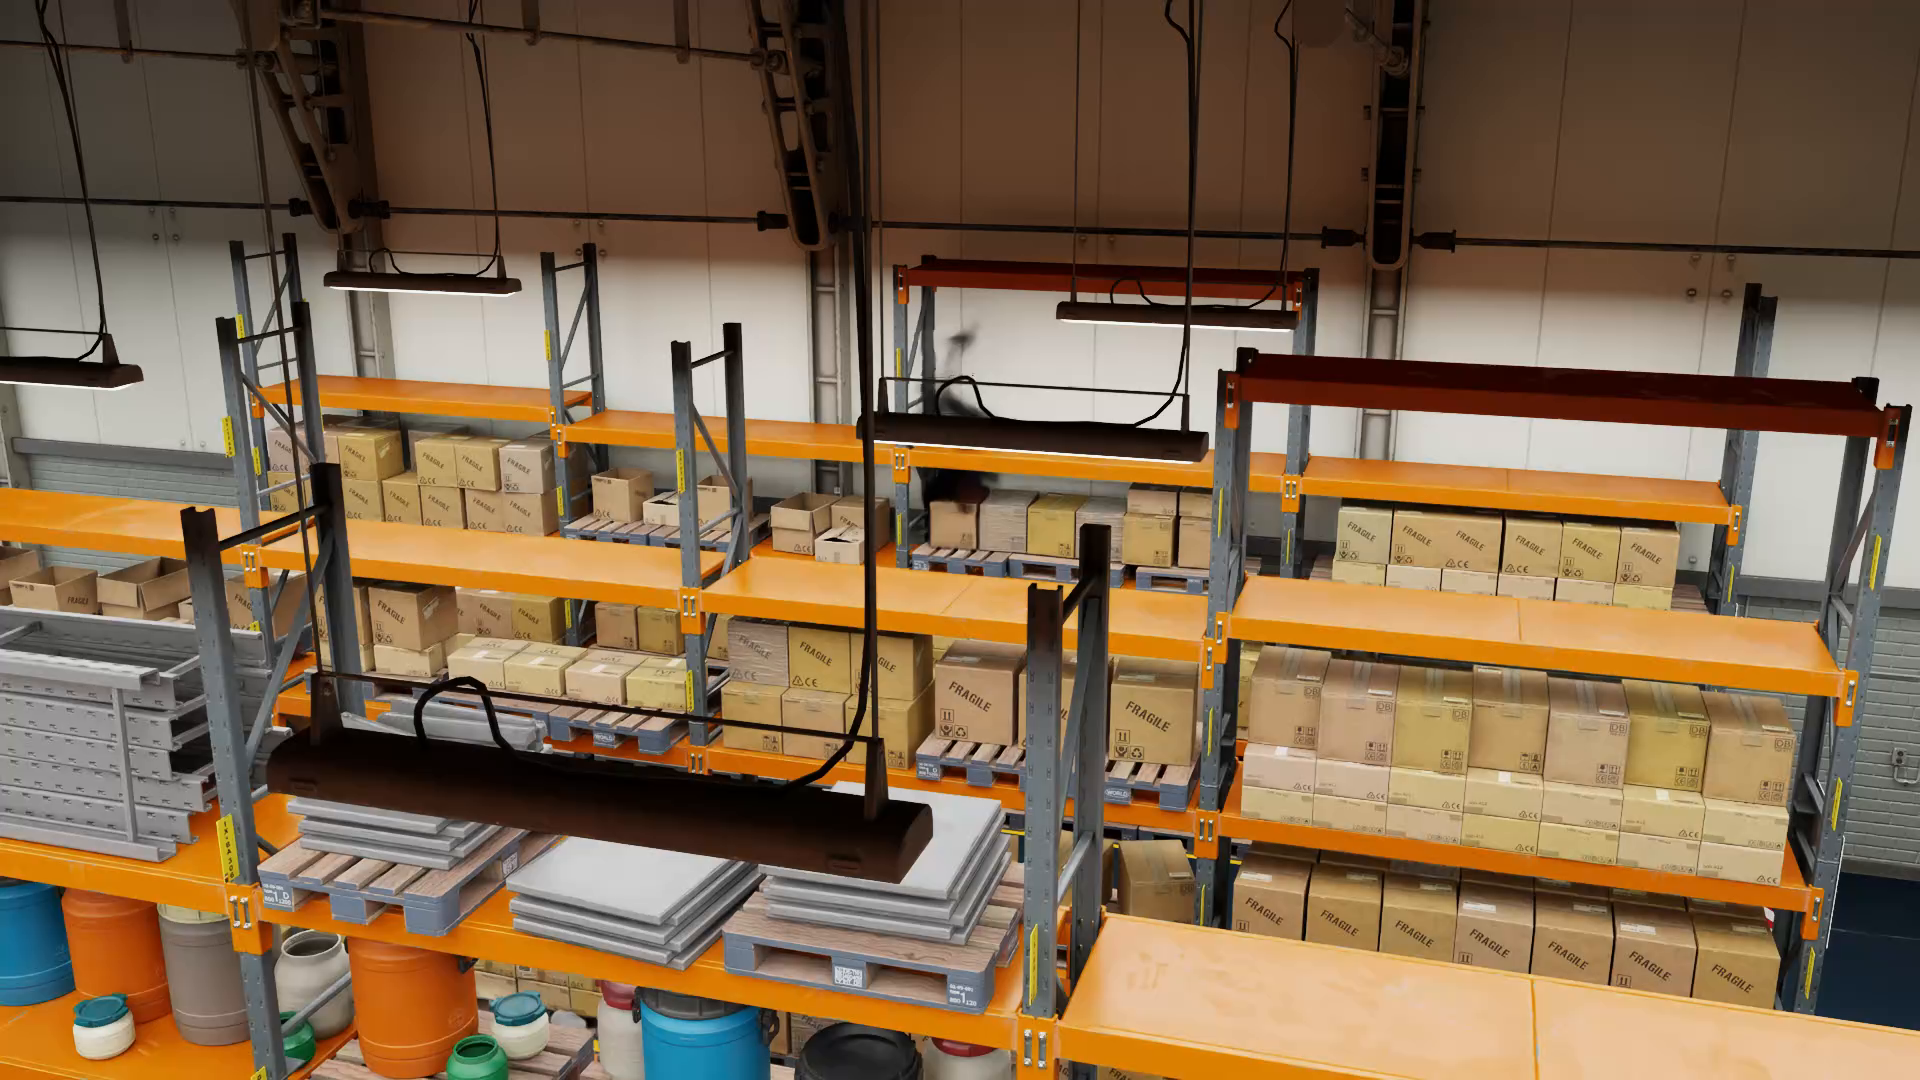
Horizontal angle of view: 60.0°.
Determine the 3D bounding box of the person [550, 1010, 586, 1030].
[{"bbox_3d":[-2.665,4.074,11.579,0.816,1.737,0.557,2,16,8],"label":"person"}]
